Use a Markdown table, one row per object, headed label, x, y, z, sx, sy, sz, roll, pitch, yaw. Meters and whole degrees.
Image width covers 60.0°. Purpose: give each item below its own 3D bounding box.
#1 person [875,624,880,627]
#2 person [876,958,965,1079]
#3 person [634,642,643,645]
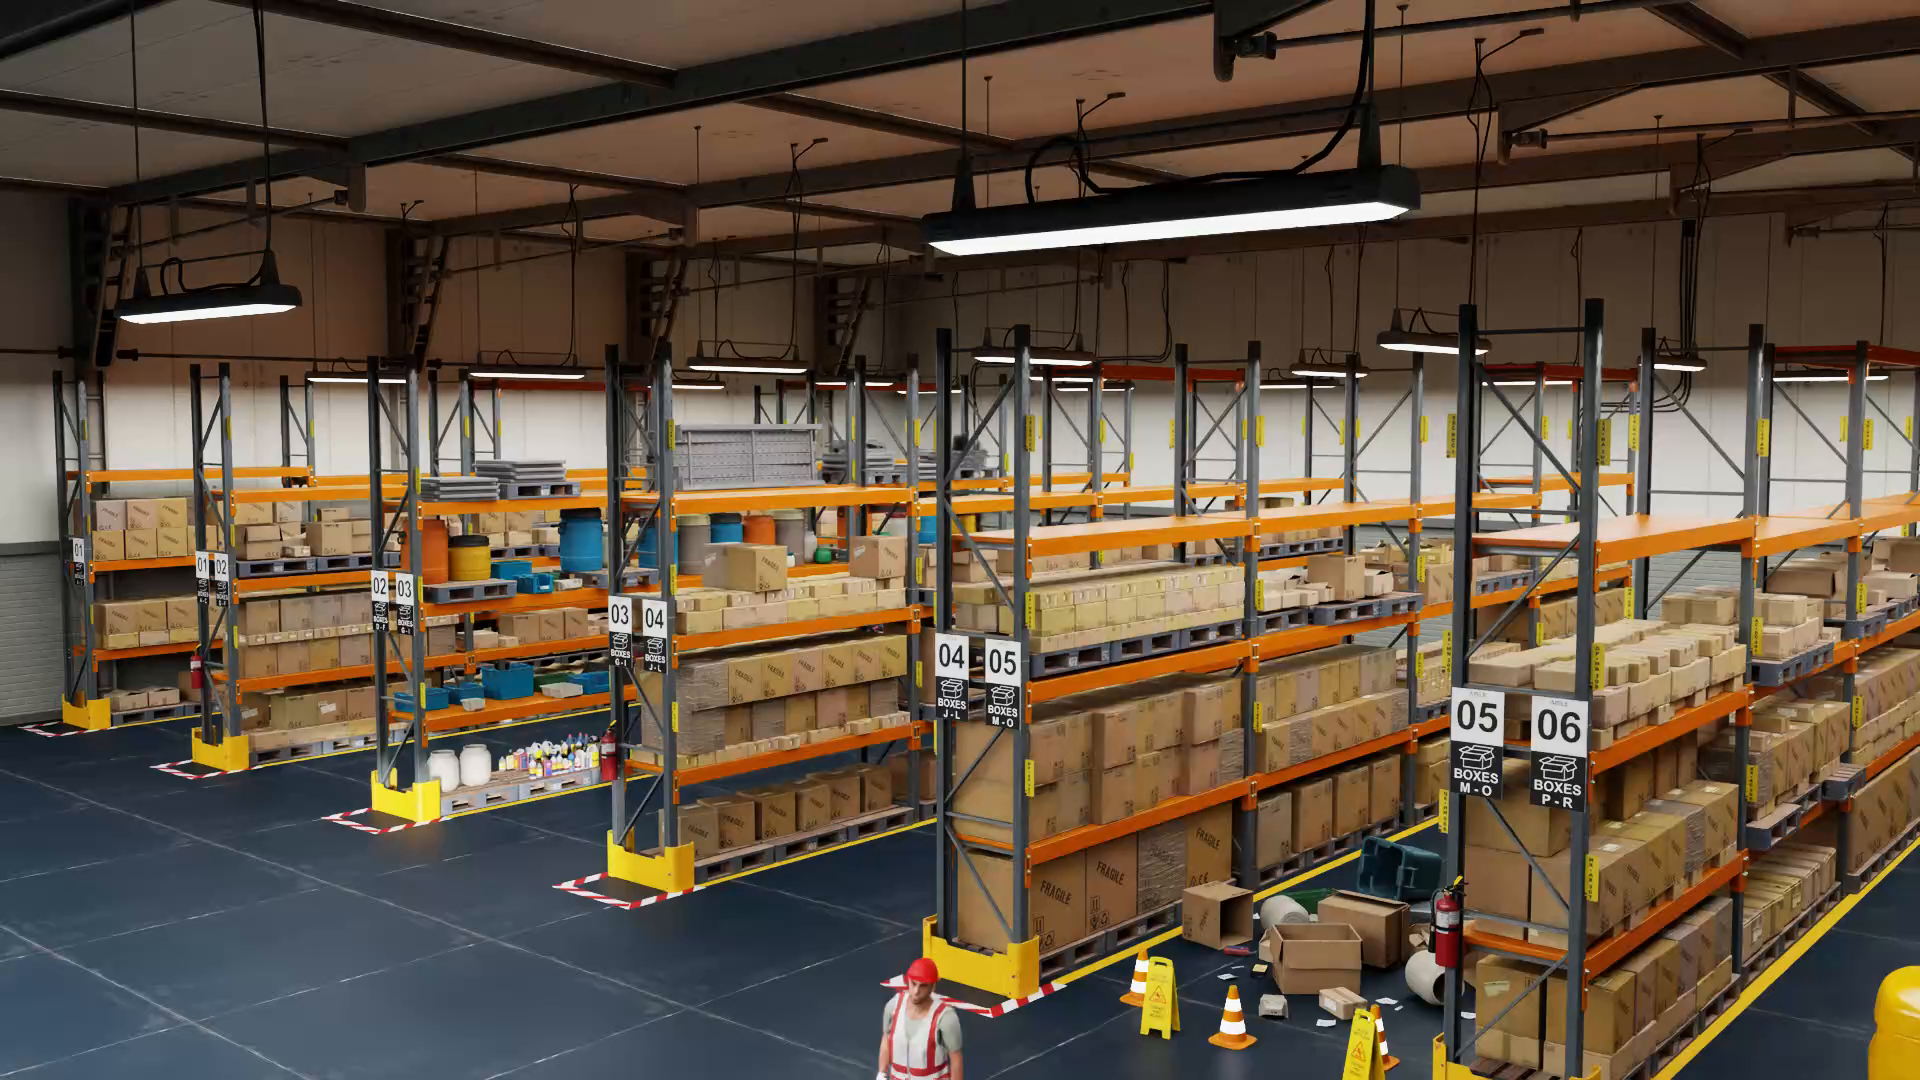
| label | x | y | z | sx | sy | sz | roll | pitch | yaw |
| --- | --- | --- | --- | --- | --- | --- | --- | --- | --- |
| person | -1.353 | 2.005 | 32.462 | 0.562 | 1.702 | 0.841 | 3 | 5 | 38 |
| person | -0.306 | 3.509 | 10.840 | 0.822 | 1.726 | 0.604 | 2 | 5 | 26 |
| person | -6.439 | 1.863 | 34.094 | 0.686 | 1.698 | 0.619 | 0 | 4 | 2 |
